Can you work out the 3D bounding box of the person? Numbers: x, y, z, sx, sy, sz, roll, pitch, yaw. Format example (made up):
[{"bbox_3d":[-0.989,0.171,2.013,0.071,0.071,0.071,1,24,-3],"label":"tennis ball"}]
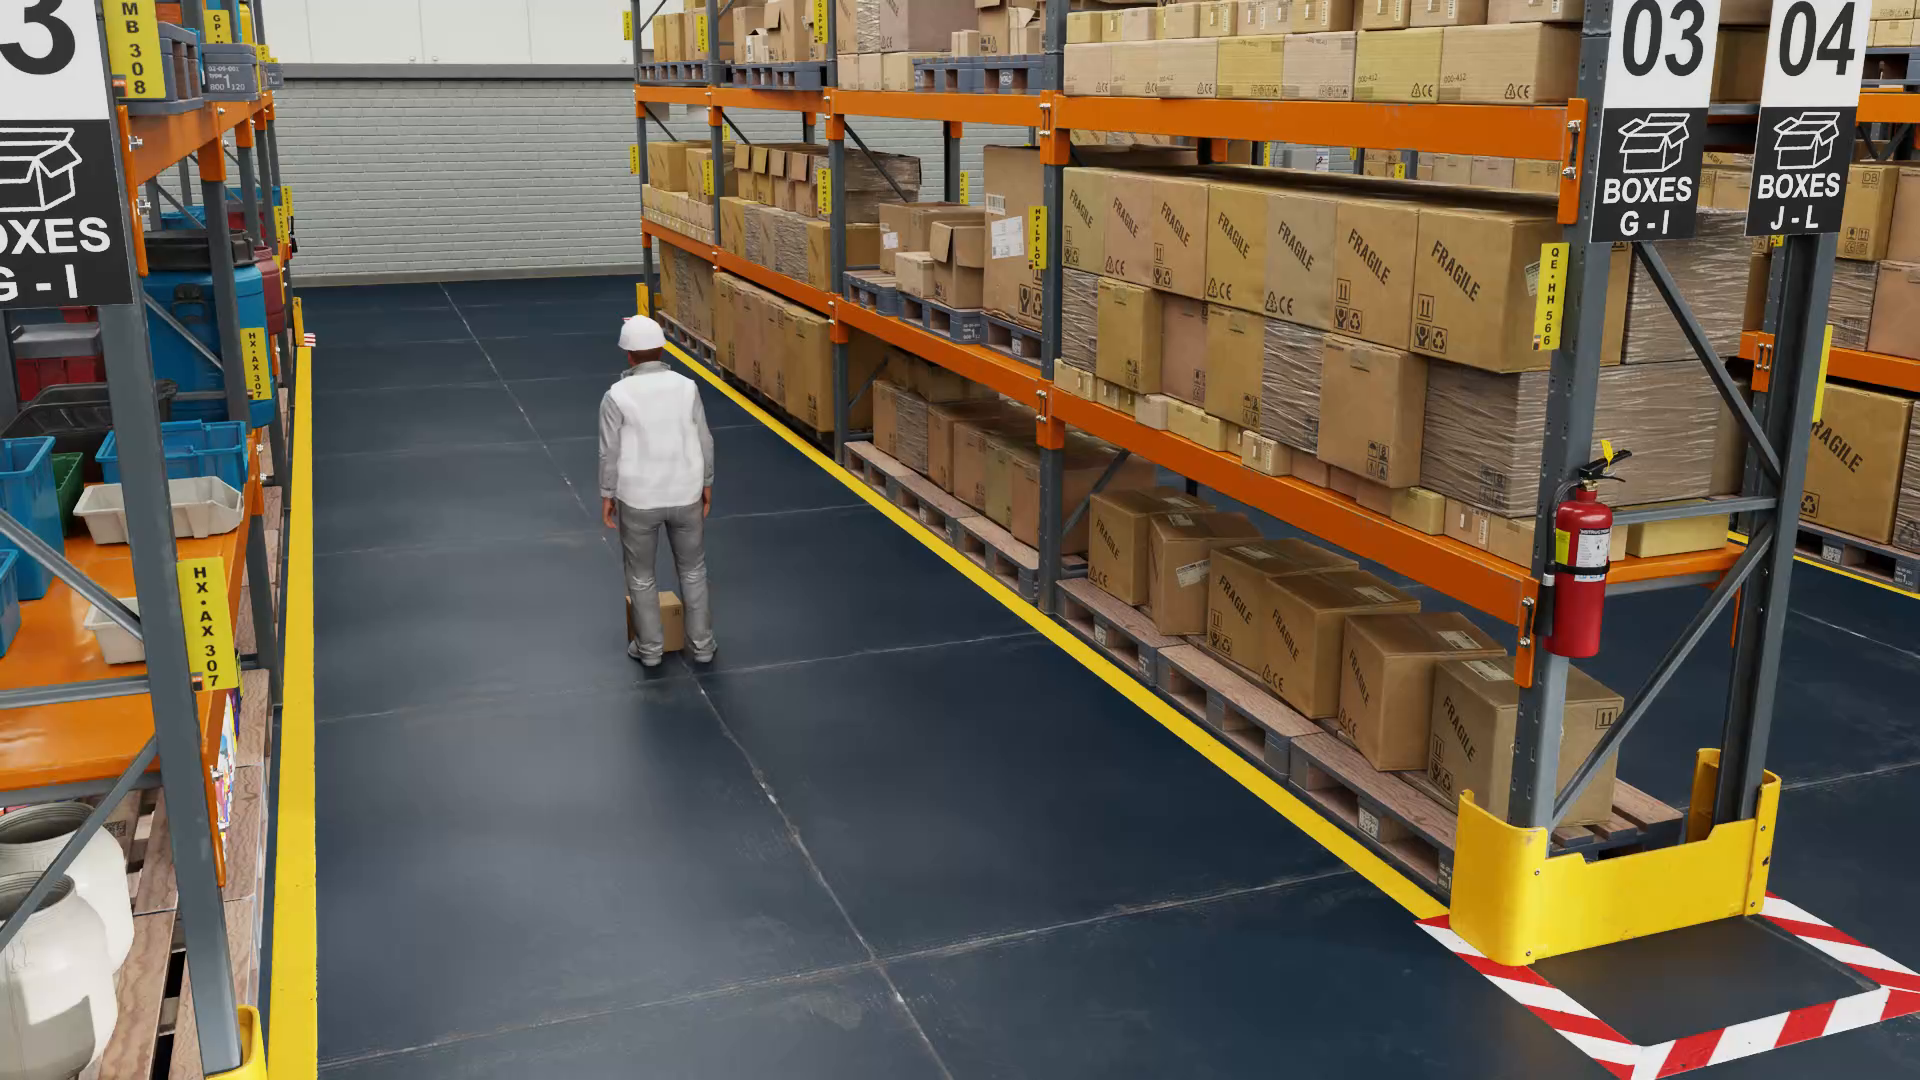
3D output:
[{"bbox_3d":[-1.513,-0.233,8.318,0.590,1.770,0.476,-7,17,-24],"label":"person"}]
